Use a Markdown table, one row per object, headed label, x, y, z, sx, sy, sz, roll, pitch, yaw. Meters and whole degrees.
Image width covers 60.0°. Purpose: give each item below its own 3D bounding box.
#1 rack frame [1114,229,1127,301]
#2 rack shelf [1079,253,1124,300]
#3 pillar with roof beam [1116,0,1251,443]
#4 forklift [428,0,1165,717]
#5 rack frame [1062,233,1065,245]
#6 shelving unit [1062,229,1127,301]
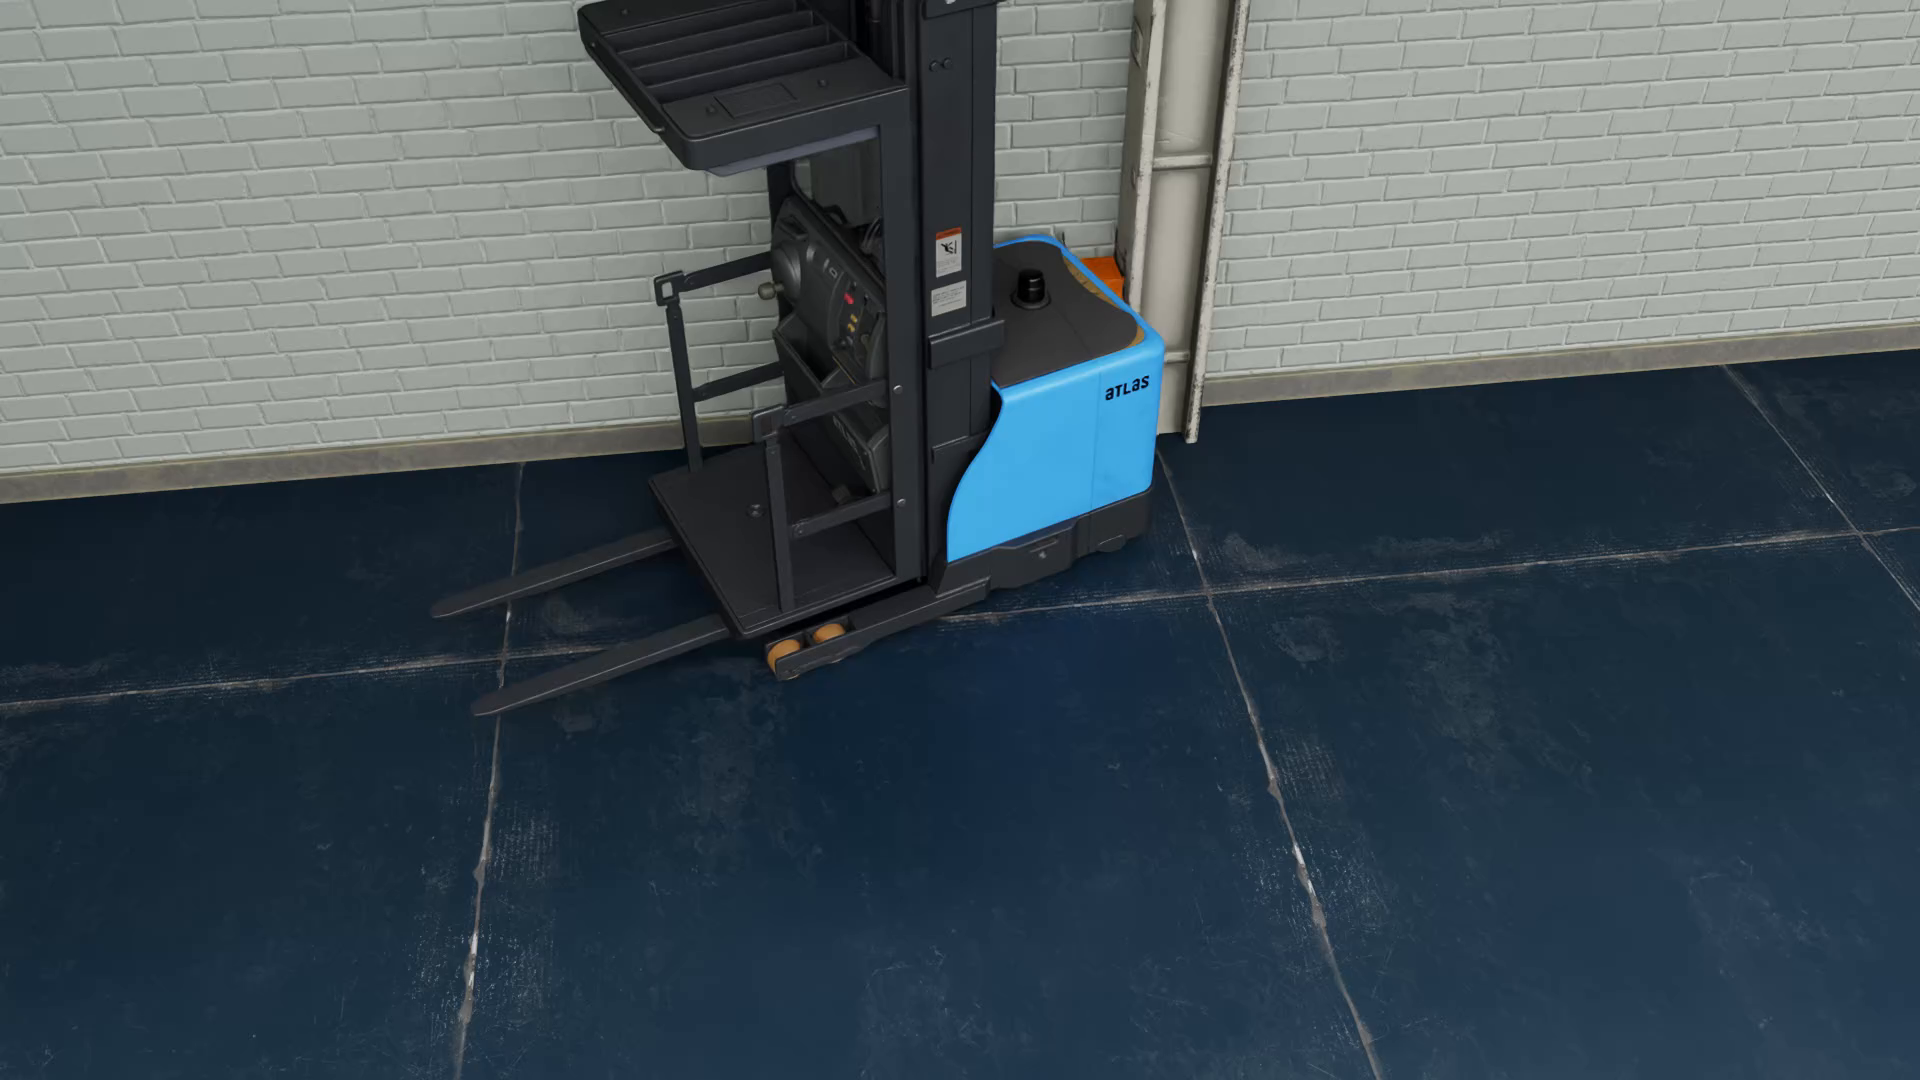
| label | x | y | z | sx | sy | sz | roll | pitch | yaw |
| --- | --- | --- | --- | --- | --- | --- | --- | --- | --- |
| rack frame | 0.715 | -0.929 | 7.717 | 0.008 | 1.050 | 0.200 | -5 | 40 | -7 |
| rack shelf | 0.596 | -1.128 | 7.528 | 0.240 | 0.259 | 0.215 | -5 | 40 | -7 |
| pillar with roof beam | 1.482 | -1.037 | 1.896 | 0.400 | 9.000 | 9.100 | -5 | 42 | -6 |
| forklift | -0.689 | -0.922 | 6.299 | 3.031 | 2.935 | 1.130 | -20 | 46 | -21 |
| rack frame | 0.474 | -0.907 | 7.689 | 0.008 | 1.050 | 0.200 | -5 | 40 | -7 |
| shelving unit | 0.595 | -0.918 | 7.703 | 0.252 | 1.050 | 0.215 | -5 | 40 | -7 |
